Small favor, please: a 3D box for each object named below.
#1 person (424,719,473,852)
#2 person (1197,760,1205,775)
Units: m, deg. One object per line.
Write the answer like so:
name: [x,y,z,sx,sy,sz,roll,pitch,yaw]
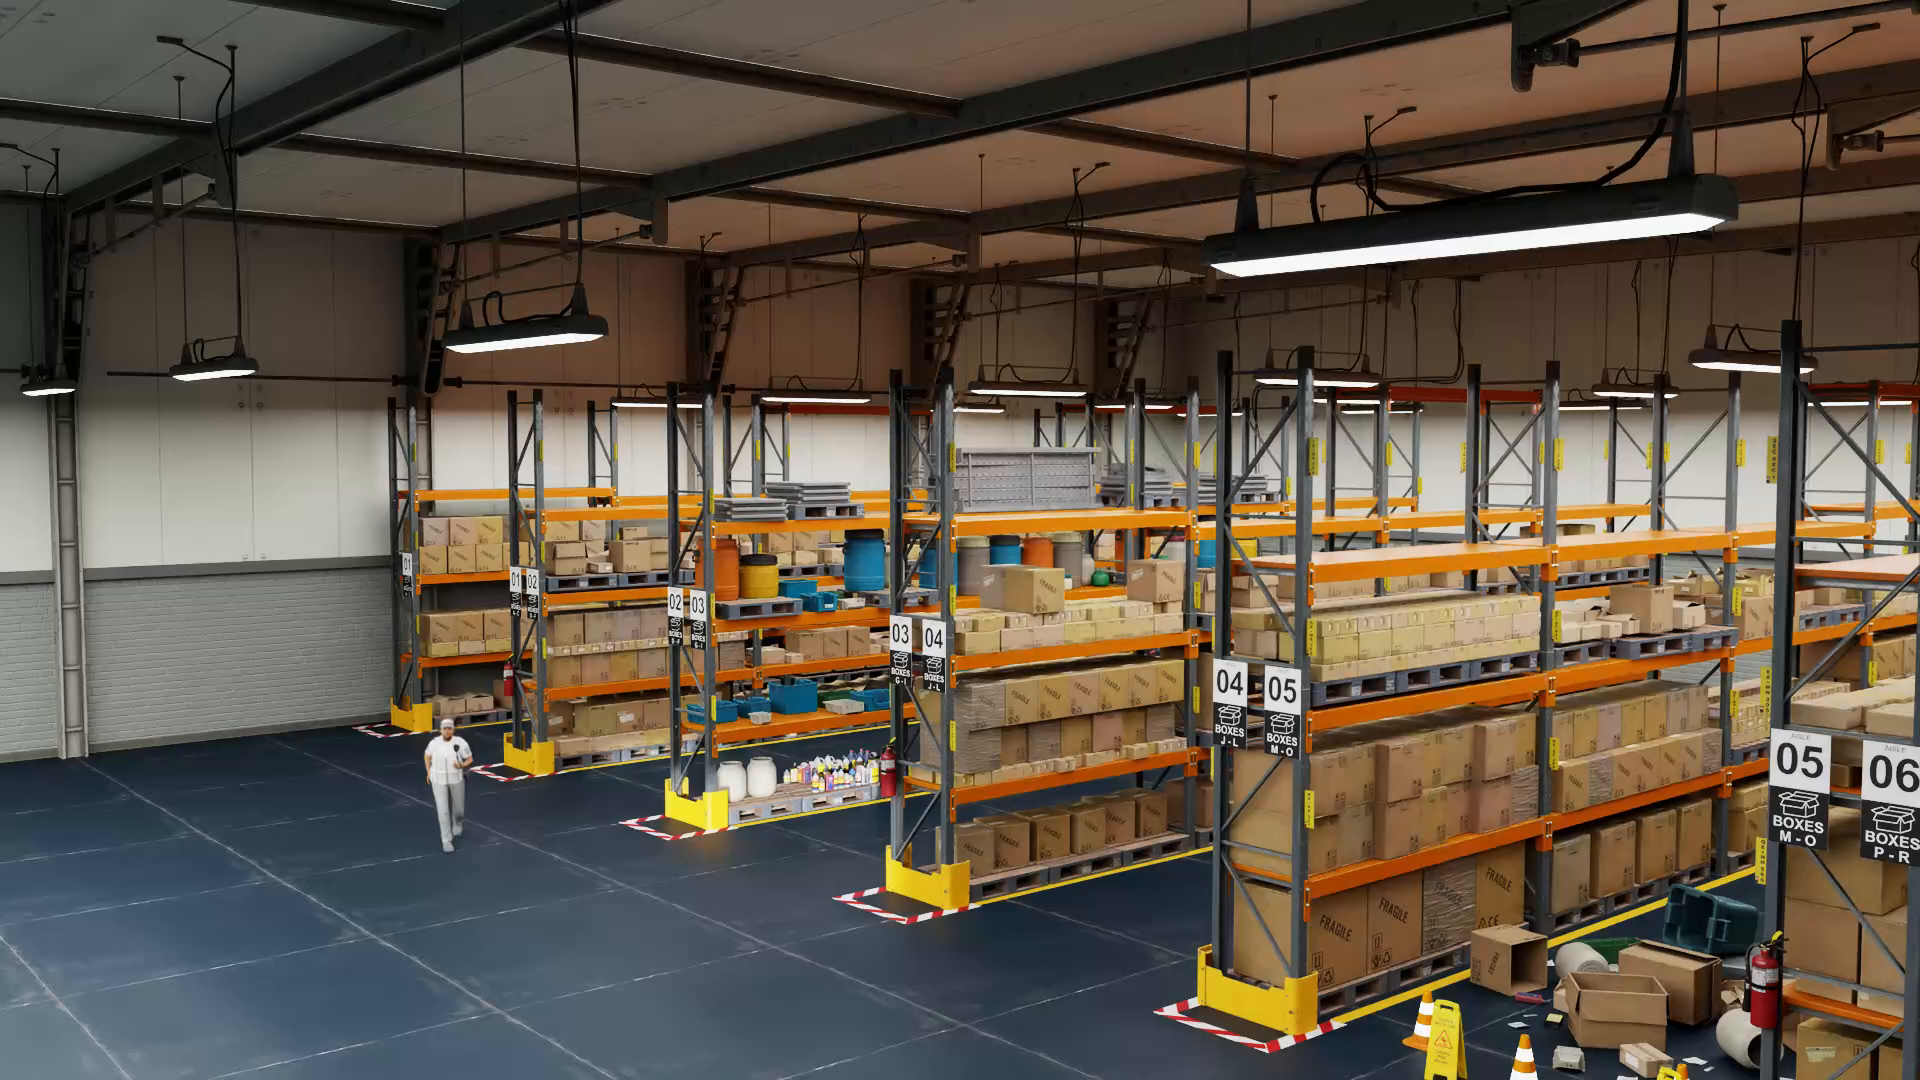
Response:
person: [-6.530,3.089,21.247,0.610,1.644,0.855,-1,3,-16]
person: [3.522,2.835,25.166,0.639,1.774,0.734,3,5,44]
